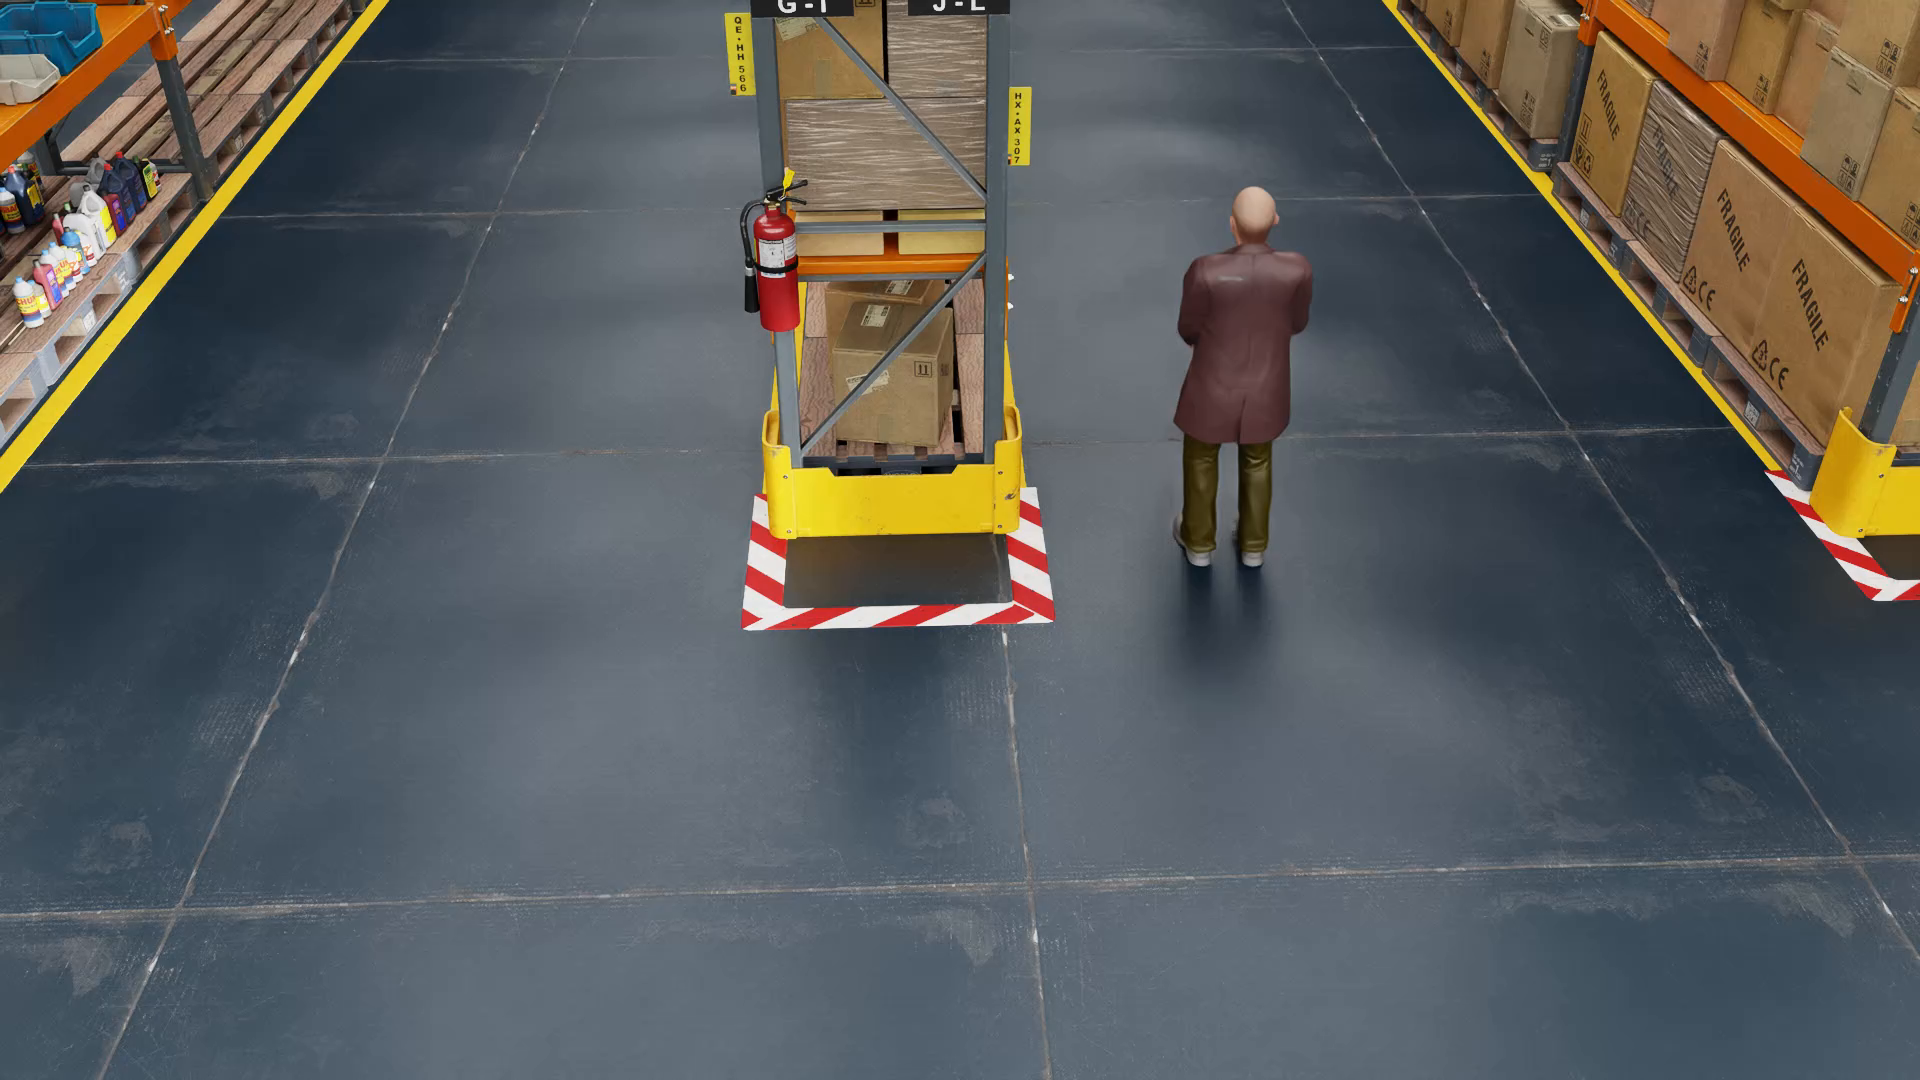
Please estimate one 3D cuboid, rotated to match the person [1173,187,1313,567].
[{"bbox_3d":[1.179,-0.732,7.205,0.554,1.781,0.527,-2,35,-3],"label":"person"}]
